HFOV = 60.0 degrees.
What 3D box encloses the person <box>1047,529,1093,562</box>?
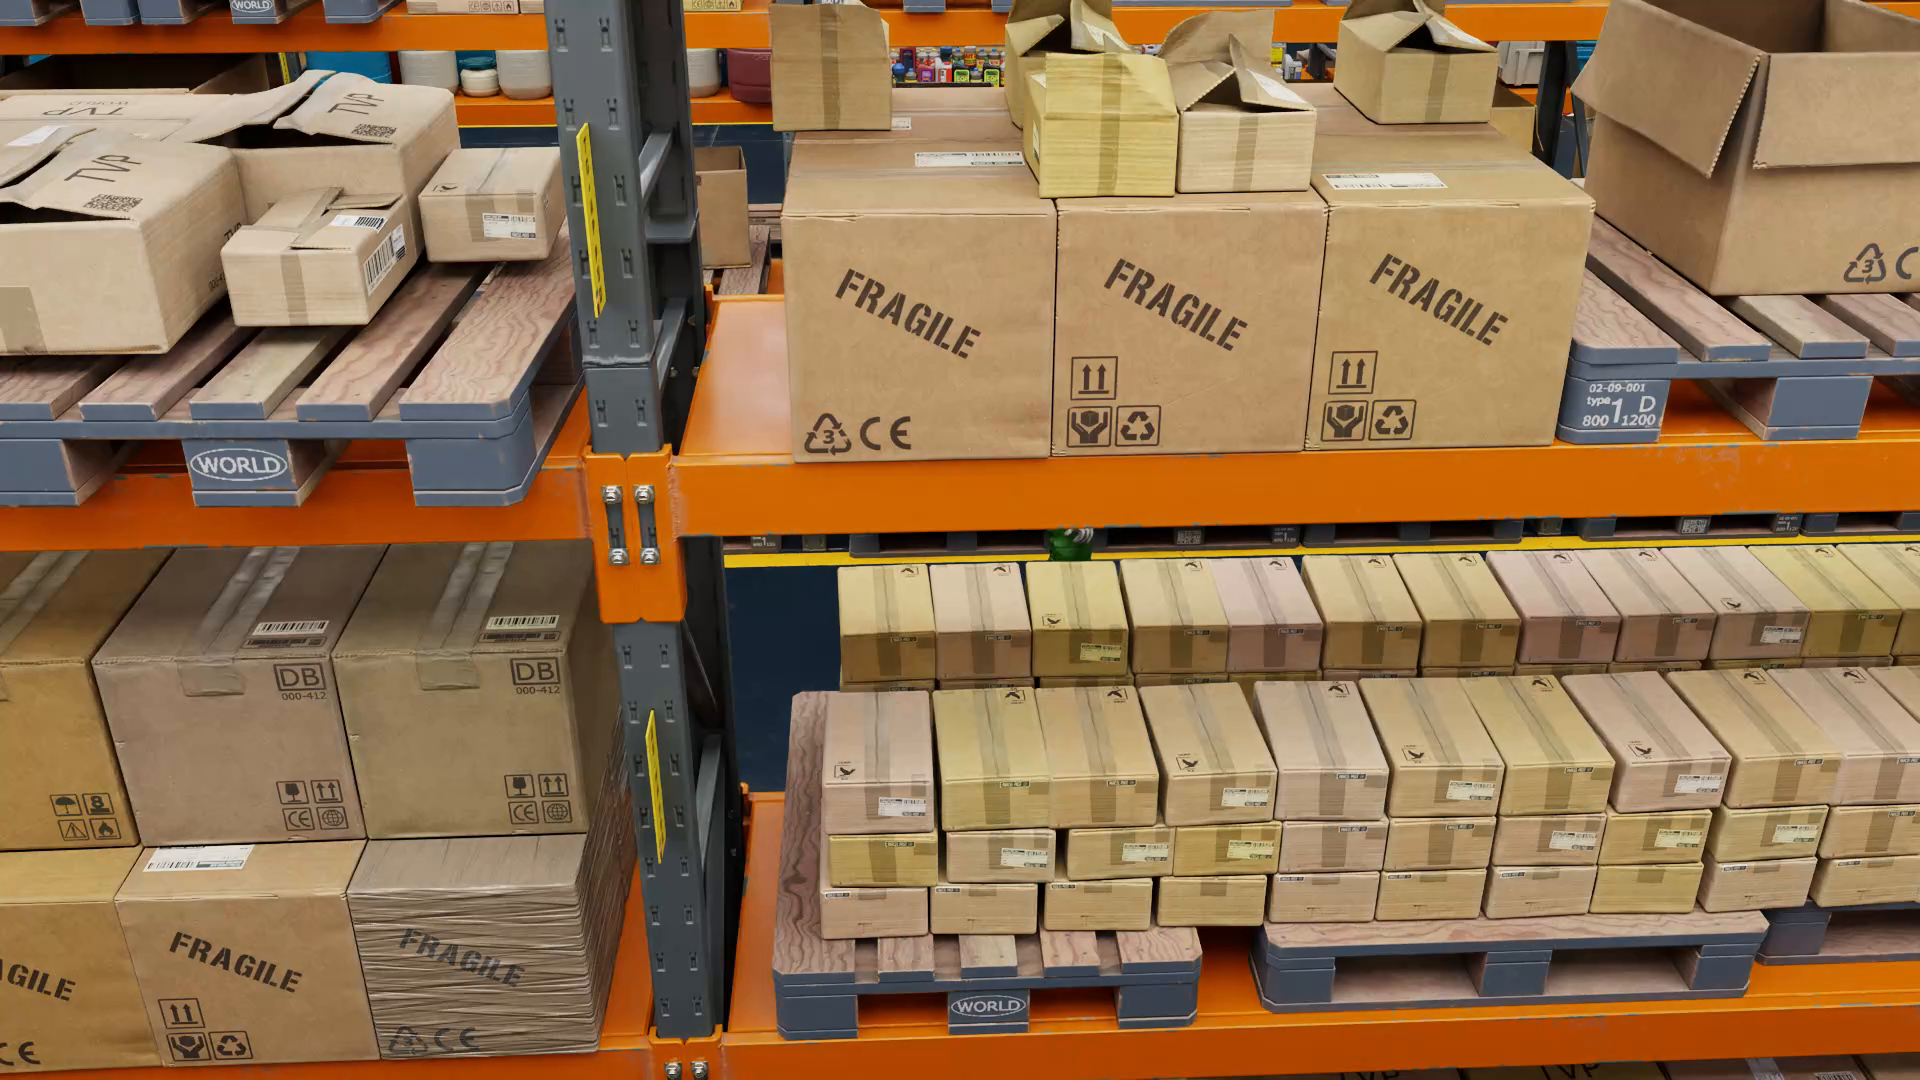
[{"bbox_3d":[0.500,-0.230,7.549,0.451,1.778,0.611,-3,27,-6],"label":"person"}]
